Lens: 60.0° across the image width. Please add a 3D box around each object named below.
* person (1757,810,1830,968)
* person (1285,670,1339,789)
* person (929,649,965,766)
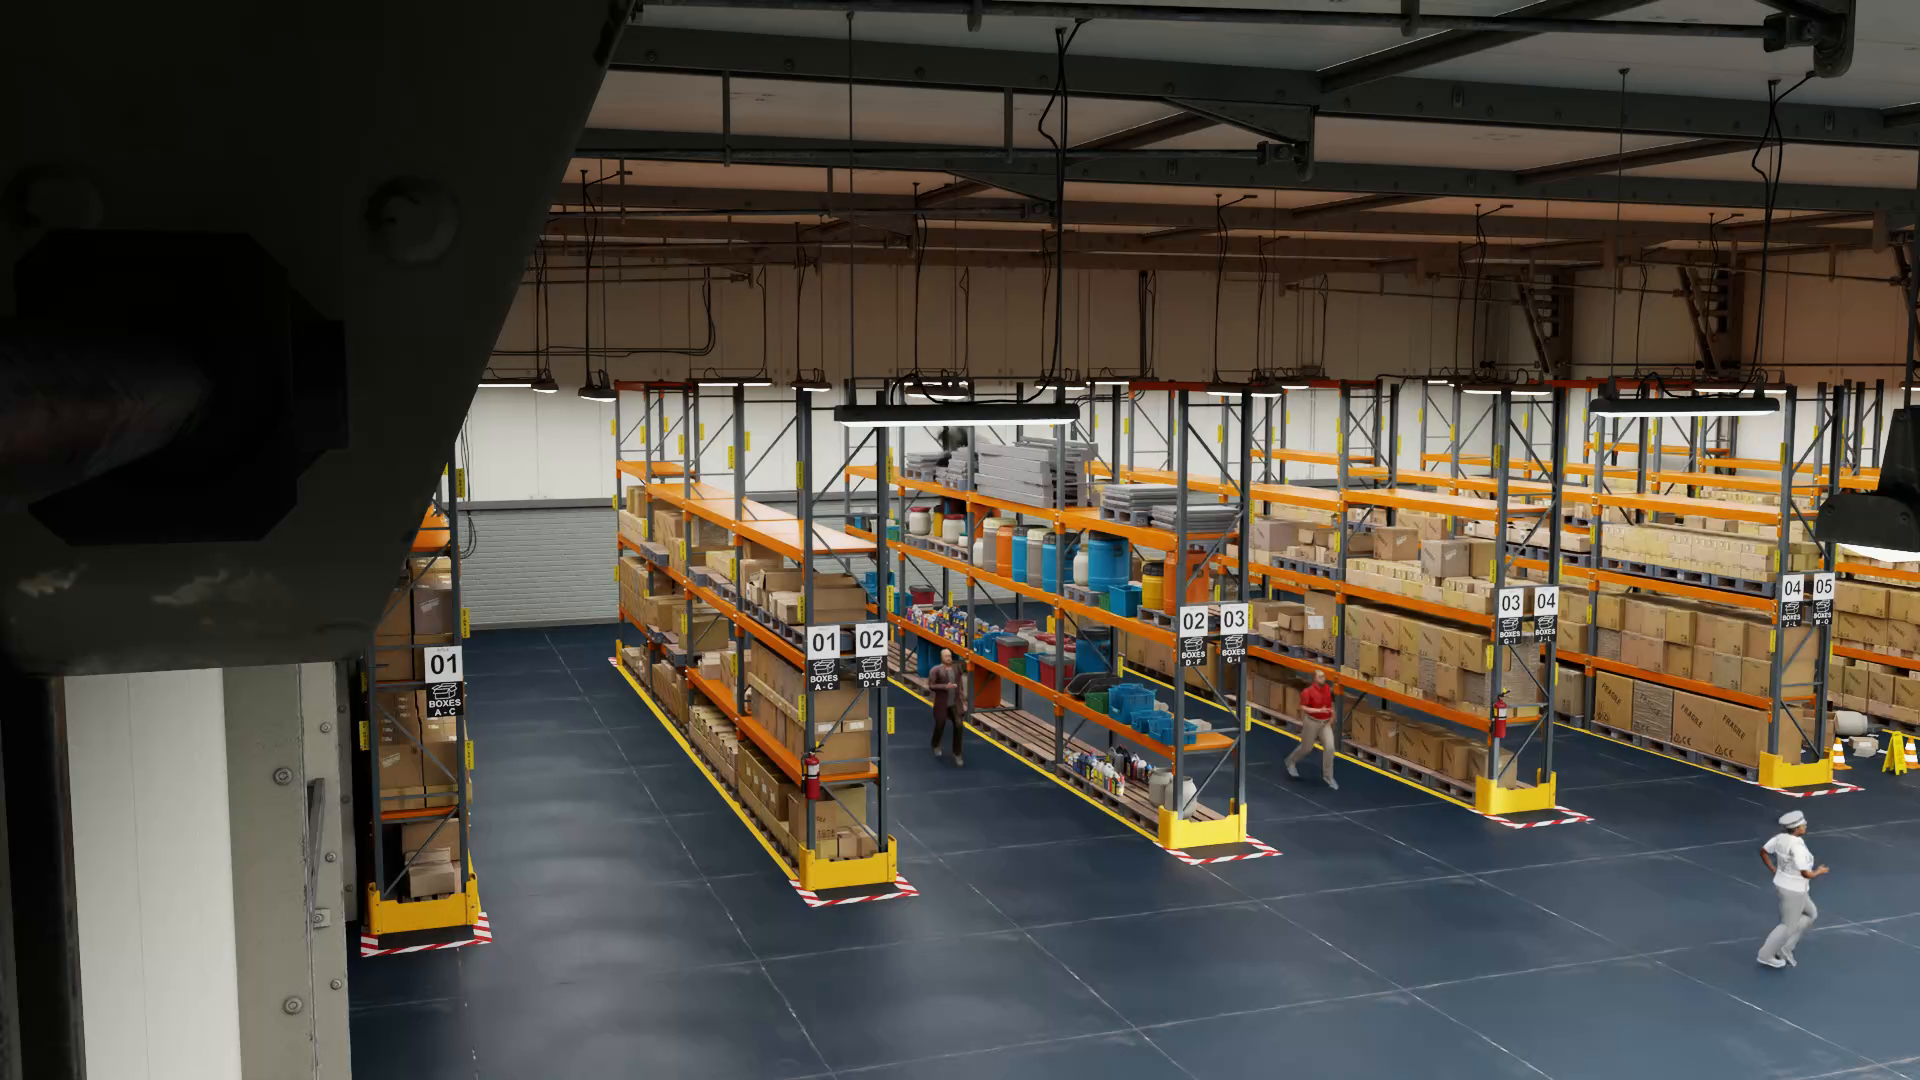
[{"bbox_3d":[8.716,3.660,17.388,0.688,1.701,0.544,1,6,8],"label":"person"},{"bbox_3d":[5.372,2.820,25.173,0.671,1.769,0.964,-3,7,-26],"label":"person"},{"bbox_3d":[-0.216,2.740,26.524,0.677,1.650,0.865,-2,7,-22],"label":"person"}]
